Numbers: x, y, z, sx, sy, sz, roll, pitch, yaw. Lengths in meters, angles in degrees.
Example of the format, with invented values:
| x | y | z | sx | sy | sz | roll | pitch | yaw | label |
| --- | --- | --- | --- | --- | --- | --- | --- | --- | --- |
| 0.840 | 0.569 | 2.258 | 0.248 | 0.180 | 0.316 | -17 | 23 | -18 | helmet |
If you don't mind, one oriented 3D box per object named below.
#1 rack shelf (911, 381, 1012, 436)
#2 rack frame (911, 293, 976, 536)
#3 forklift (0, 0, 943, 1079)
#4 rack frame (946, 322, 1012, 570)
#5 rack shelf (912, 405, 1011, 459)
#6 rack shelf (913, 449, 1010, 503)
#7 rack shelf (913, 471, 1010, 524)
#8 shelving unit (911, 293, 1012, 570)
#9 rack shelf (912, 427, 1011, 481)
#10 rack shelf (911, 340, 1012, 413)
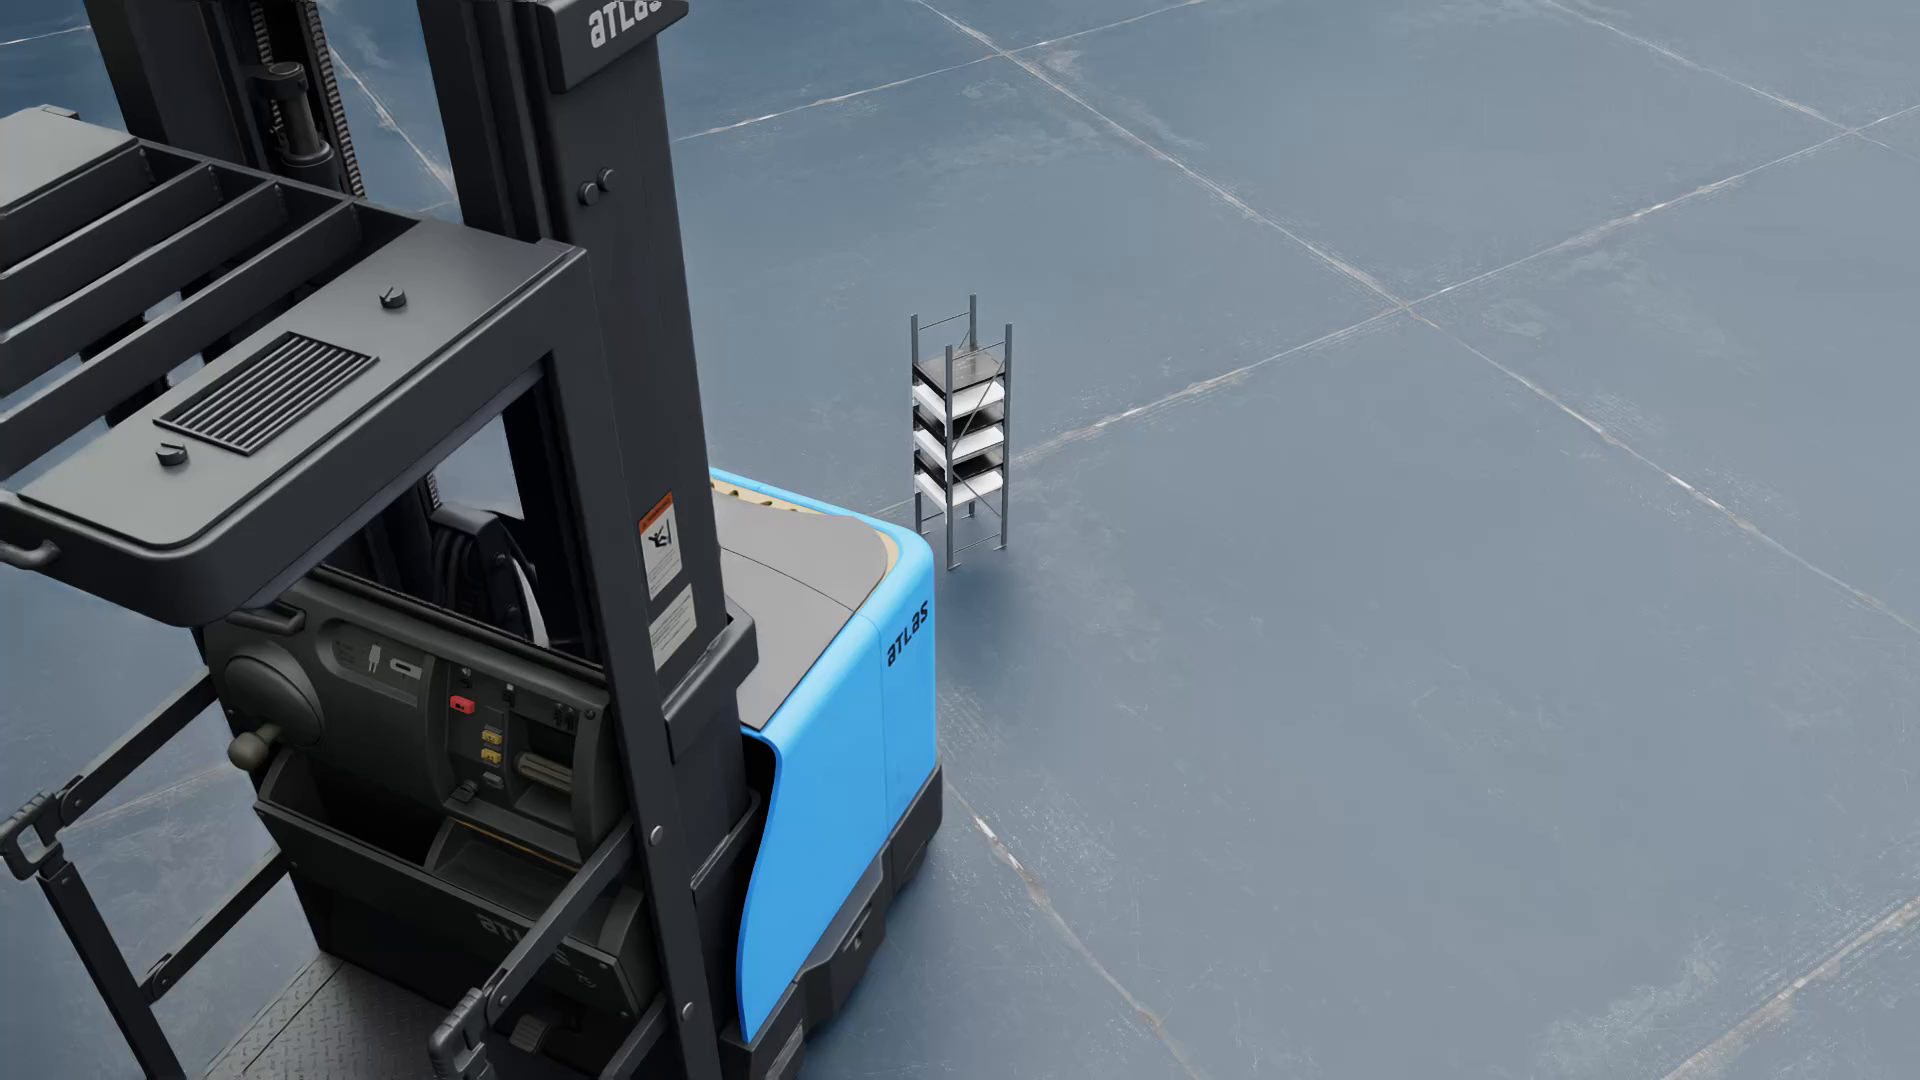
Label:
| x | y | z | sx | sy | sz | roll | pitch | yaw | label |
| --- | --- | --- | --- | --- | --- | --- | --- | --- | --- |
| 0.004 | -0.454 | 5.363 | 0.258 | 0.077 | 0.200 | -22 | 45 | -24 | rack shelf |
| -0.050 | -0.396 | 5.523 | 0.240 | 0.900 | 0.006 | -22 | 45 | -24 | rack frame |
| -1.149 | 0.401 | 2.980 | 1.130 | 2.935 | 3.031 | 17 | 43 | 20 | forklift |
| 0.059 | -0.286 | 5.391 | 0.240 | 0.900 | 0.006 | -22 | 45 | -24 | rack frame |
| 0.004 | -0.385 | 5.420 | 0.258 | 0.077 | 0.200 | -22 | 45 | -24 | rack shelf |
| 0.004 | -0.247 | 5.536 | 0.258 | 0.077 | 0.200 | -22 | 45 | -24 | rack shelf |
| 0.004 | -0.177 | 5.593 | 0.258 | 0.077 | 0.200 | -22 | 45 | -24 | rack shelf |
| 0.004 | -0.341 | 5.457 | 0.258 | 0.900 | 0.210 | -22 | 45 | -24 | shelving unit |
| 0.004 | -0.316 | 5.478 | 0.258 | 0.077 | 0.200 | -22 | 45 | -24 | rack shelf |
| 0.004 | -0.523 | 5.305 | 0.258 | 0.077 | 0.200 | -22 | 45 | -24 | rack shelf |
